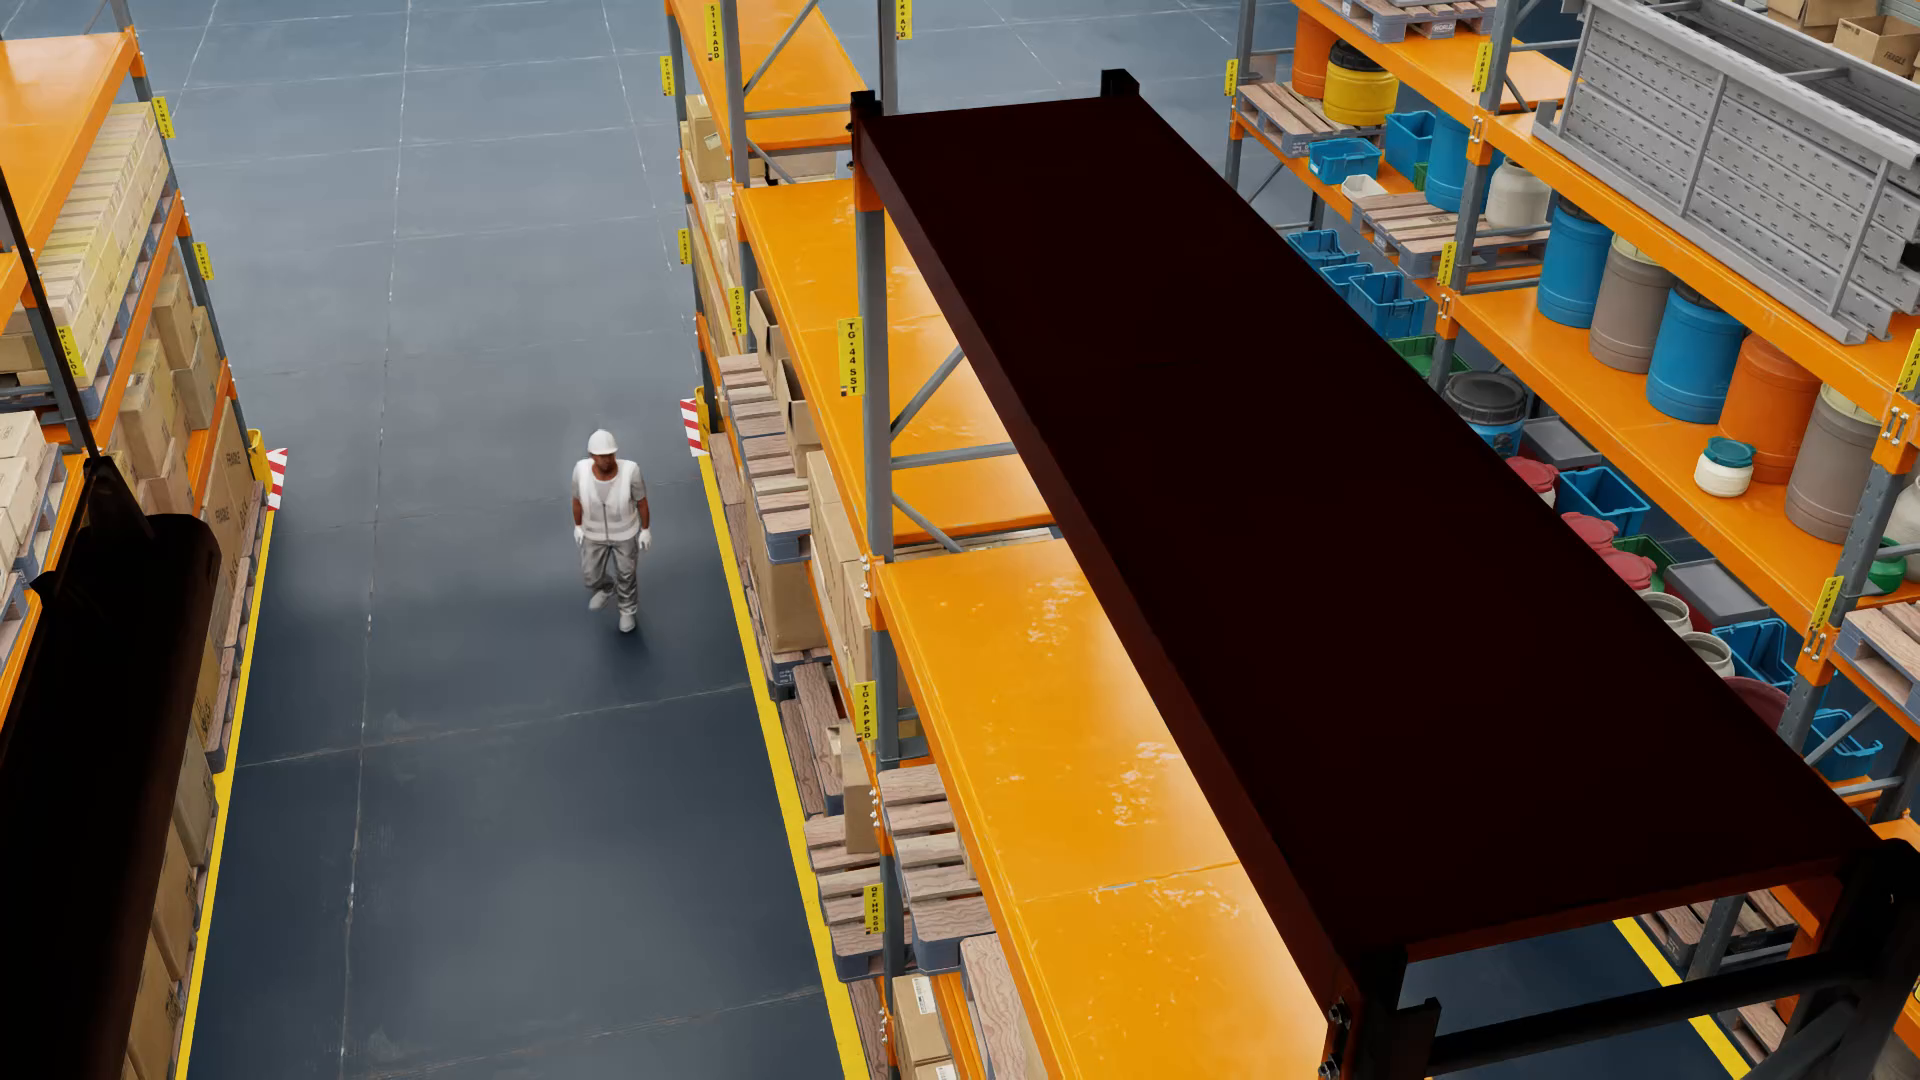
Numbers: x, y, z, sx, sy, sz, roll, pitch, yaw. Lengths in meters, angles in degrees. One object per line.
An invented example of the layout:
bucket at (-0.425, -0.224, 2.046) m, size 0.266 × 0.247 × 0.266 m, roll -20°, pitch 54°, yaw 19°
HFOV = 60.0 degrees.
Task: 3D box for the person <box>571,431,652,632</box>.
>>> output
person at (-2.643, -0.091, 12.644) m, size 0.596 × 1.776 × 0.484 m, roll -1°, pitch 34°, yaw -2°
